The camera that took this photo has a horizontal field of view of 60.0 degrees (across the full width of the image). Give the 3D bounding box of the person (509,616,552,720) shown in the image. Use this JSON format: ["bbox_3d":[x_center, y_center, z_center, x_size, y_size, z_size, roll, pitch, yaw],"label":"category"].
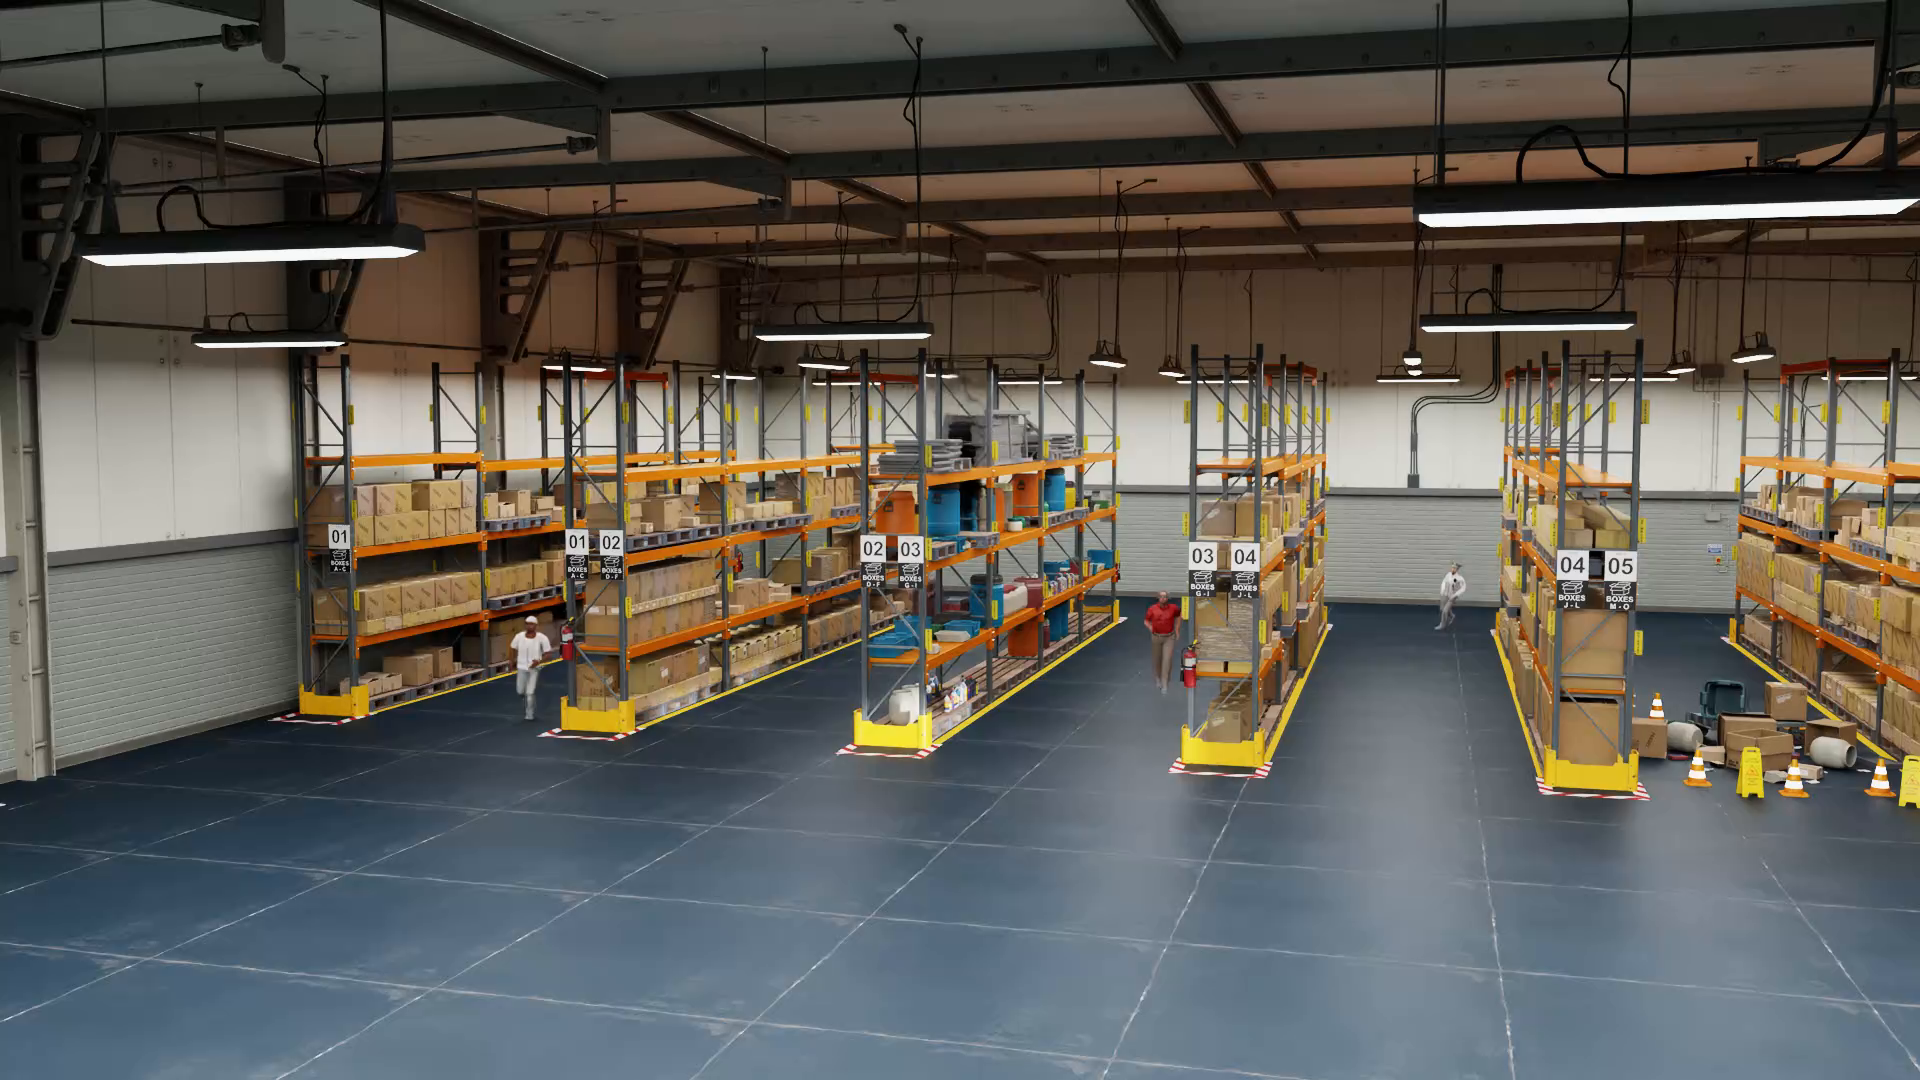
[{"bbox_3d":[-7.081,2.098,27.392,0.708,1.701,0.567,0,4,-4],"label":"person"}]

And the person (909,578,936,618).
[{"bbox_3d":[-0.782,1.433,35.684,0.709,1.756,0.955,1,4,10],"label":"person"}]

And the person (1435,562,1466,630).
[{"bbox_3d":[11.511,1.304,38.748,0.624,1.606,0.681,-3,5,-36],"label":"person"}]

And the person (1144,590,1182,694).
[{"bbox_3d":[3.486,1.770,28.531,0.647,1.685,0.878,1,4,9],"label":"person"}]
